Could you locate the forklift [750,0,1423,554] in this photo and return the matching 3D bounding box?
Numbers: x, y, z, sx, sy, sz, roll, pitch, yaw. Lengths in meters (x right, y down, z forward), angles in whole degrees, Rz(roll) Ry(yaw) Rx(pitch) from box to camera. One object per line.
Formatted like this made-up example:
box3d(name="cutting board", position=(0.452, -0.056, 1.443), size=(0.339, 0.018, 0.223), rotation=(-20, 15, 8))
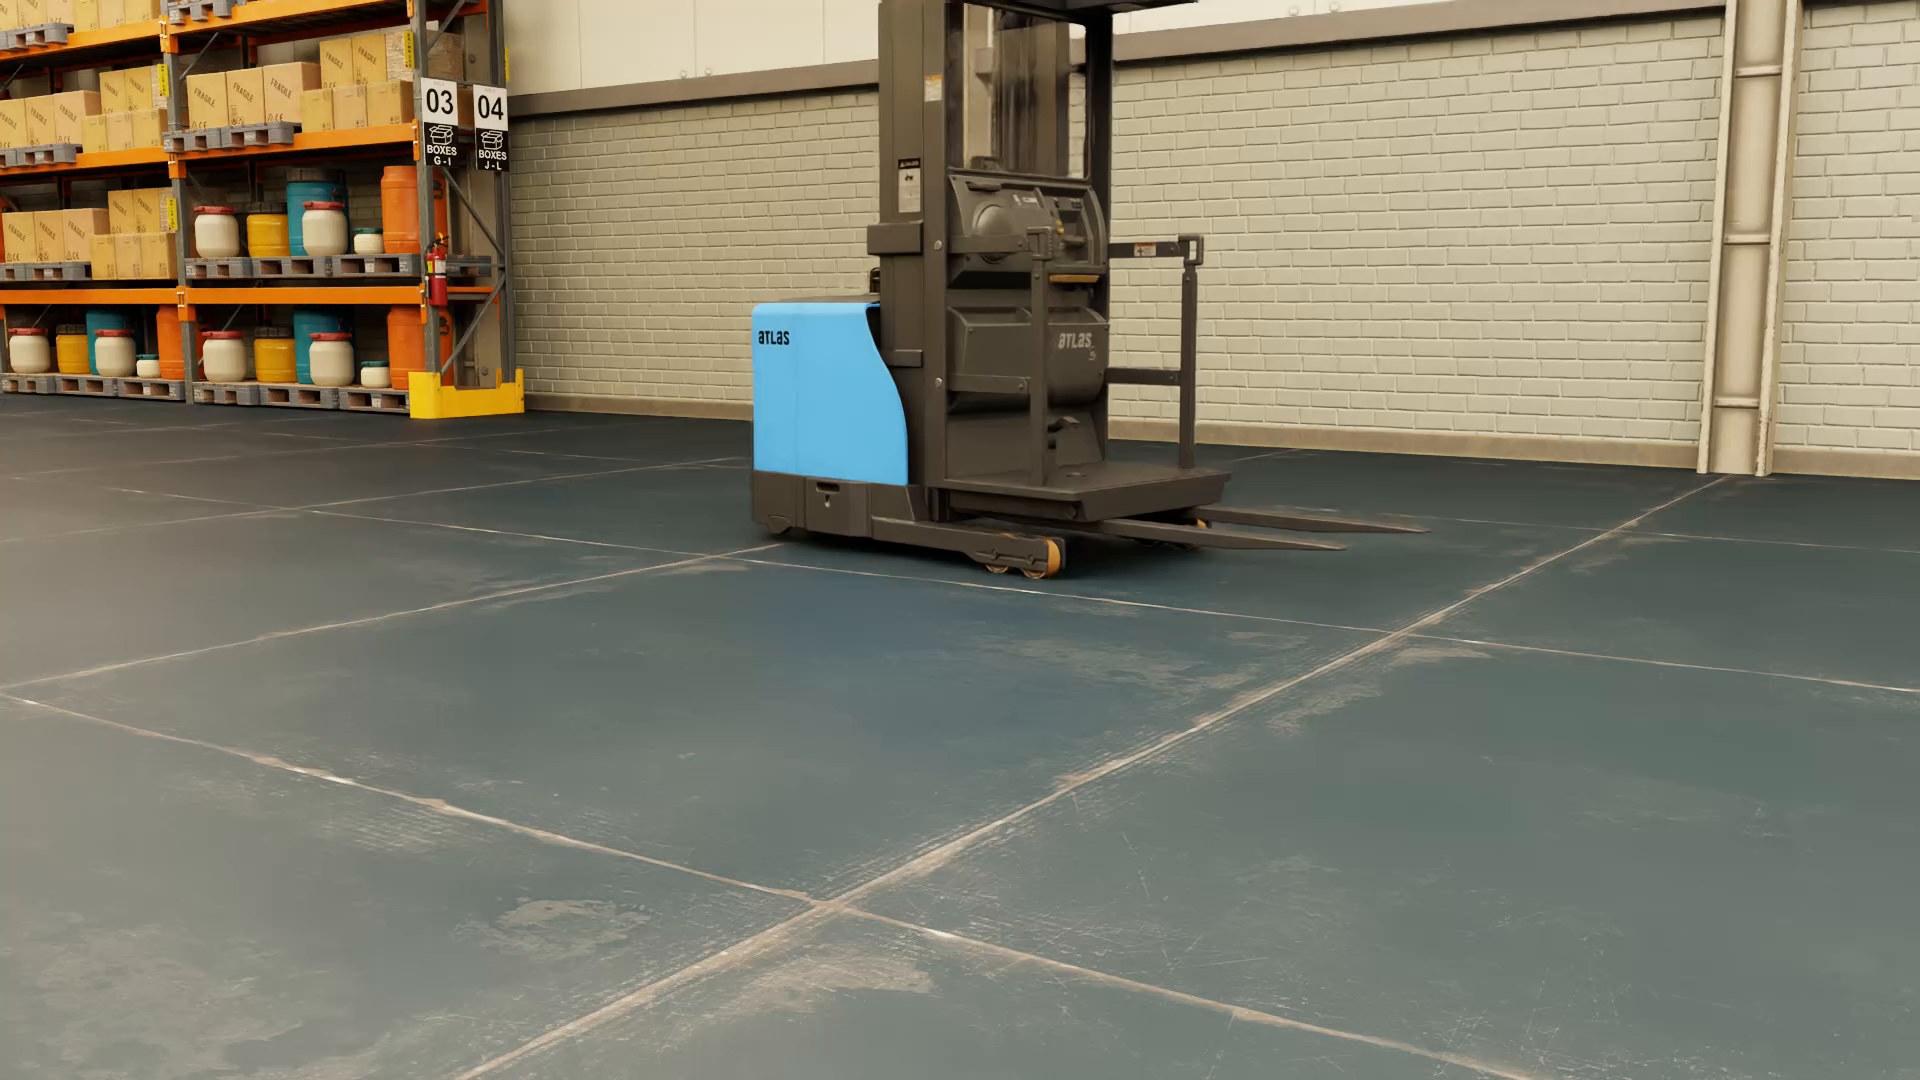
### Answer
box3d(name="forklift", position=(0.575, -1.467, 7.512), size=(3.031, 2.935, 1.130), rotation=(-1, 8, -9))
